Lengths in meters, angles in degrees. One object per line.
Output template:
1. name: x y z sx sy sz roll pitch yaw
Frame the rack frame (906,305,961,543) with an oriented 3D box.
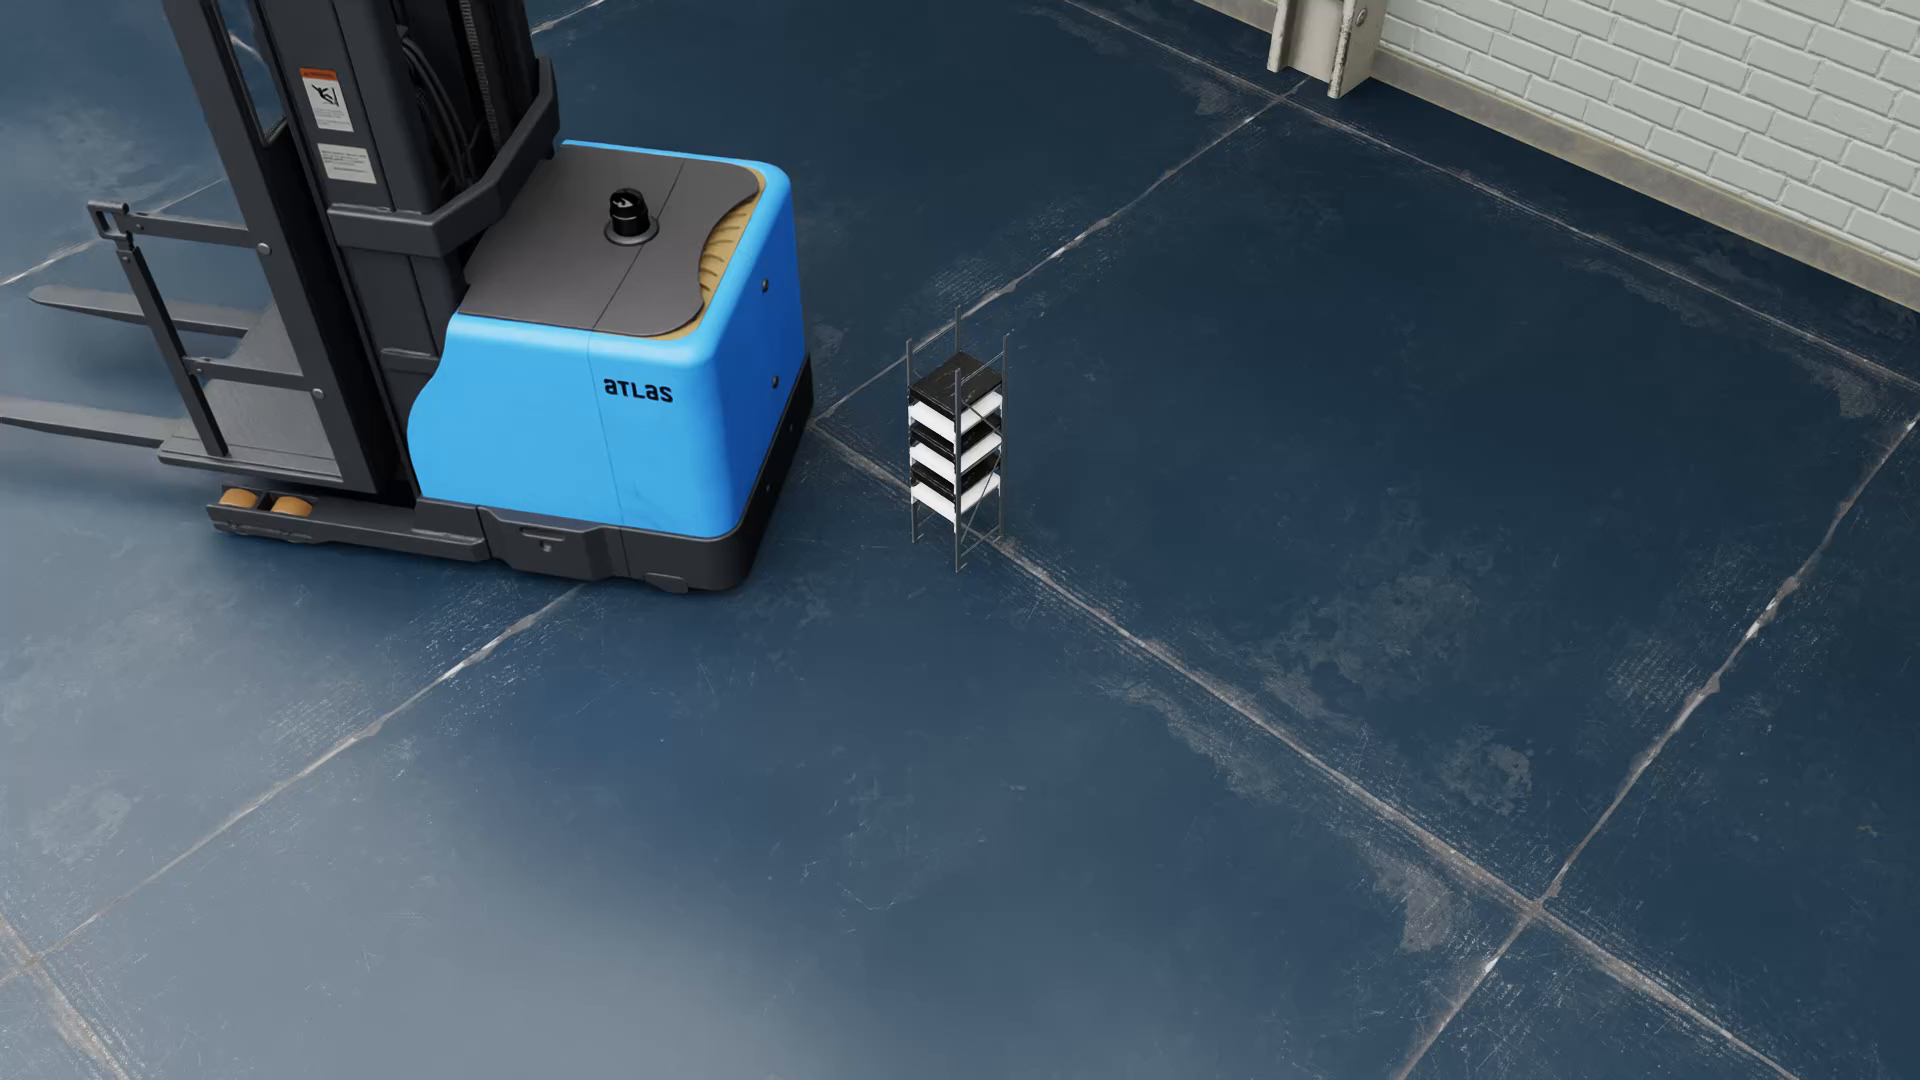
1. rack frame: -0.081 -0.362 5.473 0.006 0.900 0.240 34 55 28

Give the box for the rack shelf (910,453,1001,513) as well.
1. rack shelf: -0.006 -0.228 5.516 0.200 0.077 0.258 34 55 28

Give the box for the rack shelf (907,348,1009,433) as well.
1. rack shelf: -0.006 -0.474 5.253 0.200 0.077 0.258 34 55 28

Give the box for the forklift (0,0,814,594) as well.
1. forklift: -2.108 -1.362 5.018 3.031 2.935 1.130 8 47 8

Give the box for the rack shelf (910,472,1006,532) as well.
1. rack shelf: -0.006 -0.166 5.581 0.200 0.077 0.258 34 55 28

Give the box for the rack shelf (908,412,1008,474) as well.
1. rack shelf: -0.006 -0.351 5.384 0.200 0.077 0.258 34 55 28

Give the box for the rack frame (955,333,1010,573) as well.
1. rack frame: 0.069 -0.262 5.379 0.006 0.900 0.240 34 55 28

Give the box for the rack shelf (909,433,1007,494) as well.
1. rack shelf: -0.006 -0.289 5.450 0.200 0.077 0.258 34 55 28

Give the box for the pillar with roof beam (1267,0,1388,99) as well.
1. pillar with roof beam: -1.226 -2.982 2.377 0.400 9.000 9.100 34 55 28

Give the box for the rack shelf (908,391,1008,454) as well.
1. rack shelf: -0.006 -0.412 5.319 0.200 0.077 0.258 34 55 28

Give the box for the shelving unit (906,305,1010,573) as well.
1. shelving unit: -0.006 -0.312 5.426 0.210 0.900 0.258 34 55 28
